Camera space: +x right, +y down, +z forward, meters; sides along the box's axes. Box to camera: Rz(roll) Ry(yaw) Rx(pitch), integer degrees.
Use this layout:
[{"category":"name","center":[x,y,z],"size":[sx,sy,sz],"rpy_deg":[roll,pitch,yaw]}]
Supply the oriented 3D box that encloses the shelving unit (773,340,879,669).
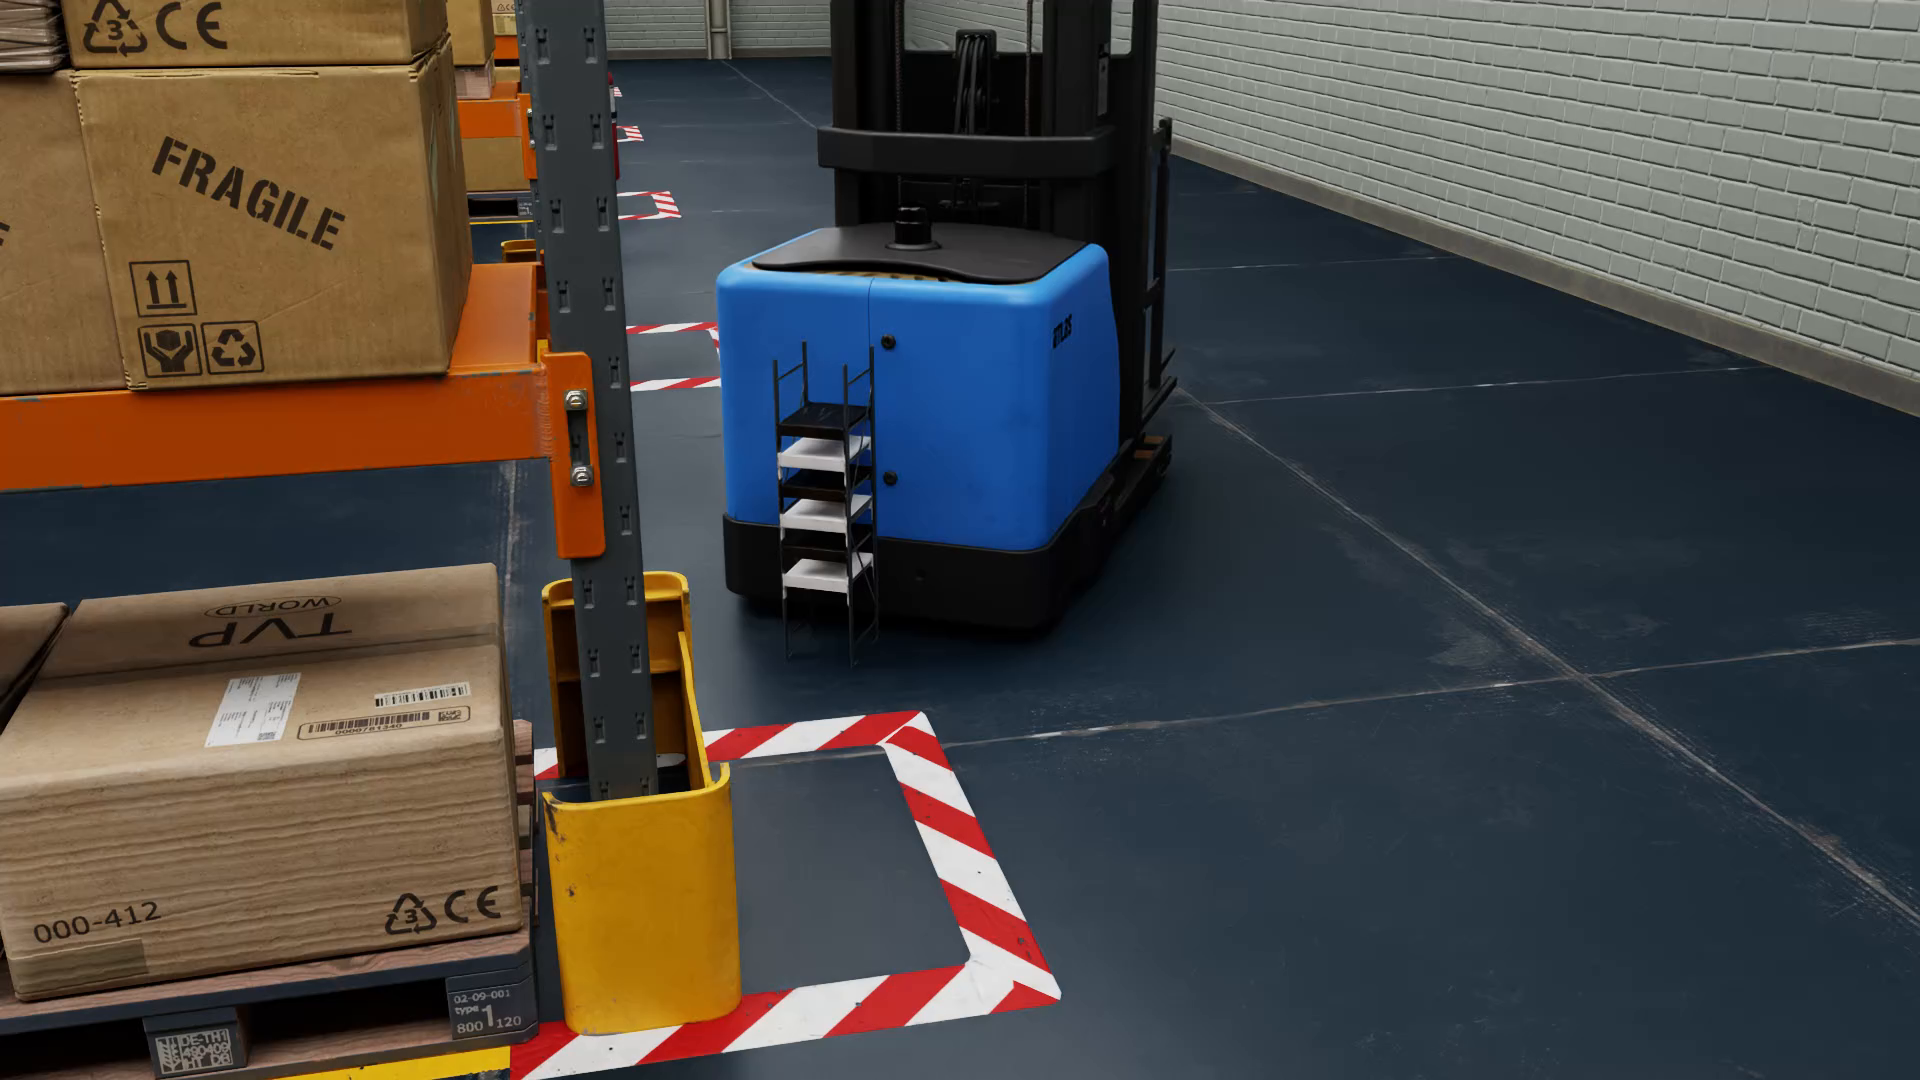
[{"category":"shelving unit","center":[-0.378,-0.099,4.776],"size":[0.210,0.900,0.258],"rpy_deg":[6,21,15]}]

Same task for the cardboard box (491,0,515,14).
[{"category":"cardboard box","center":[-3.438,-3.914,11.924],"size":[0.500,0.250,0.500],"rpy_deg":[-5,21,-13]}]

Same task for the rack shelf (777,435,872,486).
[{"category":"rack shelf","center":[-0.378,-0.236,4.725],"size":[0.200,0.077,0.258],"rpy_deg":[6,21,15]}]

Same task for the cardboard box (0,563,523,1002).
[{"category":"cardboard box","center":[-1.367,0.437,3.375],"size":[0.875,0.438,0.875],"rpy_deg":[-5,21,-14]}]

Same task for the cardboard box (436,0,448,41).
[{"category":"cardboard box","center":[-1.280,-1.228,3.208],"size":[0.500,0.500,0.500],"rpy_deg":[-5,21,-14]}]

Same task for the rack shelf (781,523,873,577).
[{"category":"rack shelf","center":[-0.378,0.017,4.818],"size":[0.200,0.077,0.258],"rpy_deg":[6,21,15]}]

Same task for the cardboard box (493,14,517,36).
[{"category":"cardboard box","center":[-3.298,-3.716,11.962],"size":[0.250,0.149,0.380],"rpy_deg":[-4,21,-11]}]

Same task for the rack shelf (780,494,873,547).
[{"category":"rack shelf","center":[-0.378,-0.067,4.787],"size":[0.200,0.077,0.258],"rpy_deg":[6,21,15]}]

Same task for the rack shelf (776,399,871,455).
[{"category":"rack shelf","center":[-0.378,-0.321,4.694],"size":[0.200,0.077,0.258],"rpy_deg":[6,21,15]}]

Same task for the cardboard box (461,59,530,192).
[{"category":"cardboard box","center":[-3.632,-3.094,12.378],"size":[0.875,0.875,0.875],"rpy_deg":[-5,21,-12]}]

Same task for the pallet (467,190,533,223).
[{"category":"pallet","center":[-3.788,-2.573,12.532],"size":[1.213,0.211,1.003],"rpy_deg":[-5,21,-12]}]

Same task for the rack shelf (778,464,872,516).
[{"category":"rack shelf","center":[-0.378,-0.152,4.756],"size":[0.200,0.077,0.258],"rpy_deg":[6,21,15]}]

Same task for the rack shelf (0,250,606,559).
[{"category":"rack shelf","center":[-2.694,-0.159,2.932],"size":[4.000,0.370,1.077],"rpy_deg":[-5,21,-12]}]

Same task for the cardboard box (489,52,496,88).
[{"category":"cardboard box","center":[-2.375,-2.270,8.015],"size":[0.250,0.149,0.380],"rpy_deg":[-5,21,-13]}]

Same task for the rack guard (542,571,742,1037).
[{"category":"rack guard","center":[-0.724,0.517,3.676],"size":[0.348,0.500,1.175],"rpy_deg":[-5,21,-12]}]

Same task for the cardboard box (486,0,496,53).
[{"category":"cardboard box","center":[-2.485,-2.547,7.829],"size":[0.500,0.500,0.500],"rpy_deg":[-4,20,-10]}]

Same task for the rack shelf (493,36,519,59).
[{"category":"rack shelf","center":[-4.974,-3.476,11.988],"size":[4.000,0.370,1.077],"rpy_deg":[-5,21,-12]}]

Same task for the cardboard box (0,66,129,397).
[{"category":"cardboard box","center":[-1.648,-0.540,2.783],"size":[0.500,0.500,0.500],"rpy_deg":[-5,21,-14]}]

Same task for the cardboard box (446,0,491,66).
[{"category":"cardboard box","center":[-2.363,-2.369,7.342],"size":[0.500,0.500,0.500],"rpy_deg":[-4,21,-11]}]

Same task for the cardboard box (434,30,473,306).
[{"category":"cardboard box","center":[-1.280,-0.760,3.382],"size":[0.500,0.500,0.500],"rpy_deg":[-5,21,-13]}]

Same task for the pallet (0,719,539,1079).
[{"category":"pallet","center":[-1.507,0.744,3.476],"size":[1.213,0.211,1.003],"rpy_deg":[-5,21,-12]}]

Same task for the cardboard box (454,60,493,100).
[{"category":"cardboard box","center":[-2.237,-2.065,7.457],"size":[0.250,0.149,0.380],"rpy_deg":[-5,21,-12]}]

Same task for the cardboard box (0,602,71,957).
[{"category":"cardboard box","center":[-2.255,0.512,3.170],"size":[0.875,0.438,0.875],"rpy_deg":[-4,21,-11]}]

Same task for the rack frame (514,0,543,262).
[{"category":"rack frame","center":[-1.985,-2.304,7.742],"size":[0.127,3.000,1.000],"rpy_deg":[-5,21,-12]}]

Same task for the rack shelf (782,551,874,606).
[{"category":"rack shelf","center":[-0.378,0.102,4.849],"size":[0.200,0.077,0.258],"rpy_deg":[6,21,15]}]

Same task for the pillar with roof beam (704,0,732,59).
[{"category":"pillar with roof beam","center":[-3.028,-10.825,22.283],"size":[0.400,9.000,9.100],"rpy_deg":[-5,21,-12]}]

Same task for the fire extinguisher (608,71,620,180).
[{"category":"fire extinguisher","center":[-1.633,-1.958,7.452],"size":[0.183,0.674,0.296],"rpy_deg":[-5,21,-12]}]

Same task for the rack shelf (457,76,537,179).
[{"category":"rack shelf","center":[-3.931,-1.808,7.434],"size":[4.000,0.370,1.077],"rpy_deg":[-5,21,-12]}]

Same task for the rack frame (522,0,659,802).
[{"category":"rack frame","center":[-0.747,-0.655,3.241],"size":[0.127,3.000,1.000],"rpy_deg":[-5,21,-12]}]

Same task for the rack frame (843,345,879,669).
[{"category":"rack frame","center":[-0.280,-0.089,4.749],"size":[0.006,0.900,0.240],"rpy_deg":[6,21,15]}]

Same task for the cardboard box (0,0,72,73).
[{"category":"cardboard box","center":[-1.664,-1.002,2.590],"size":[0.500,0.500,0.500],"rpy_deg":[-5,21,-12]}]

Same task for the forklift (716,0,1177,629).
[{"category":"forklift","center":[0.195,-1.589,5.890],"size":[1.130,2.935,3.031],"rpy_deg":[6,21,16]}]

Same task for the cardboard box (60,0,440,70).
[{"category":"cardboard box","center":[-1.162,-1.053,2.730],"size":[0.500,0.500,0.500],"rpy_deg":[-4,20,-11]}]

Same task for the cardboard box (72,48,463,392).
[{"category":"cardboard box","center":[-1.156,-0.575,2.878],"size":[0.500,0.500,0.500],"rpy_deg":[-5,21,-12]}]

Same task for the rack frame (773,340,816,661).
[{"category":"rack frame","center":[-0.475,-0.108,4.802],"size":[0.006,0.900,0.240],"rpy_deg":[6,21,15]}]

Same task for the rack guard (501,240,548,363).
[{"category":"rack guard","center":[-2.059,-1.124,8.156],"size":[0.348,0.500,1.175],"rpy_deg":[-5,21,-12]}]
